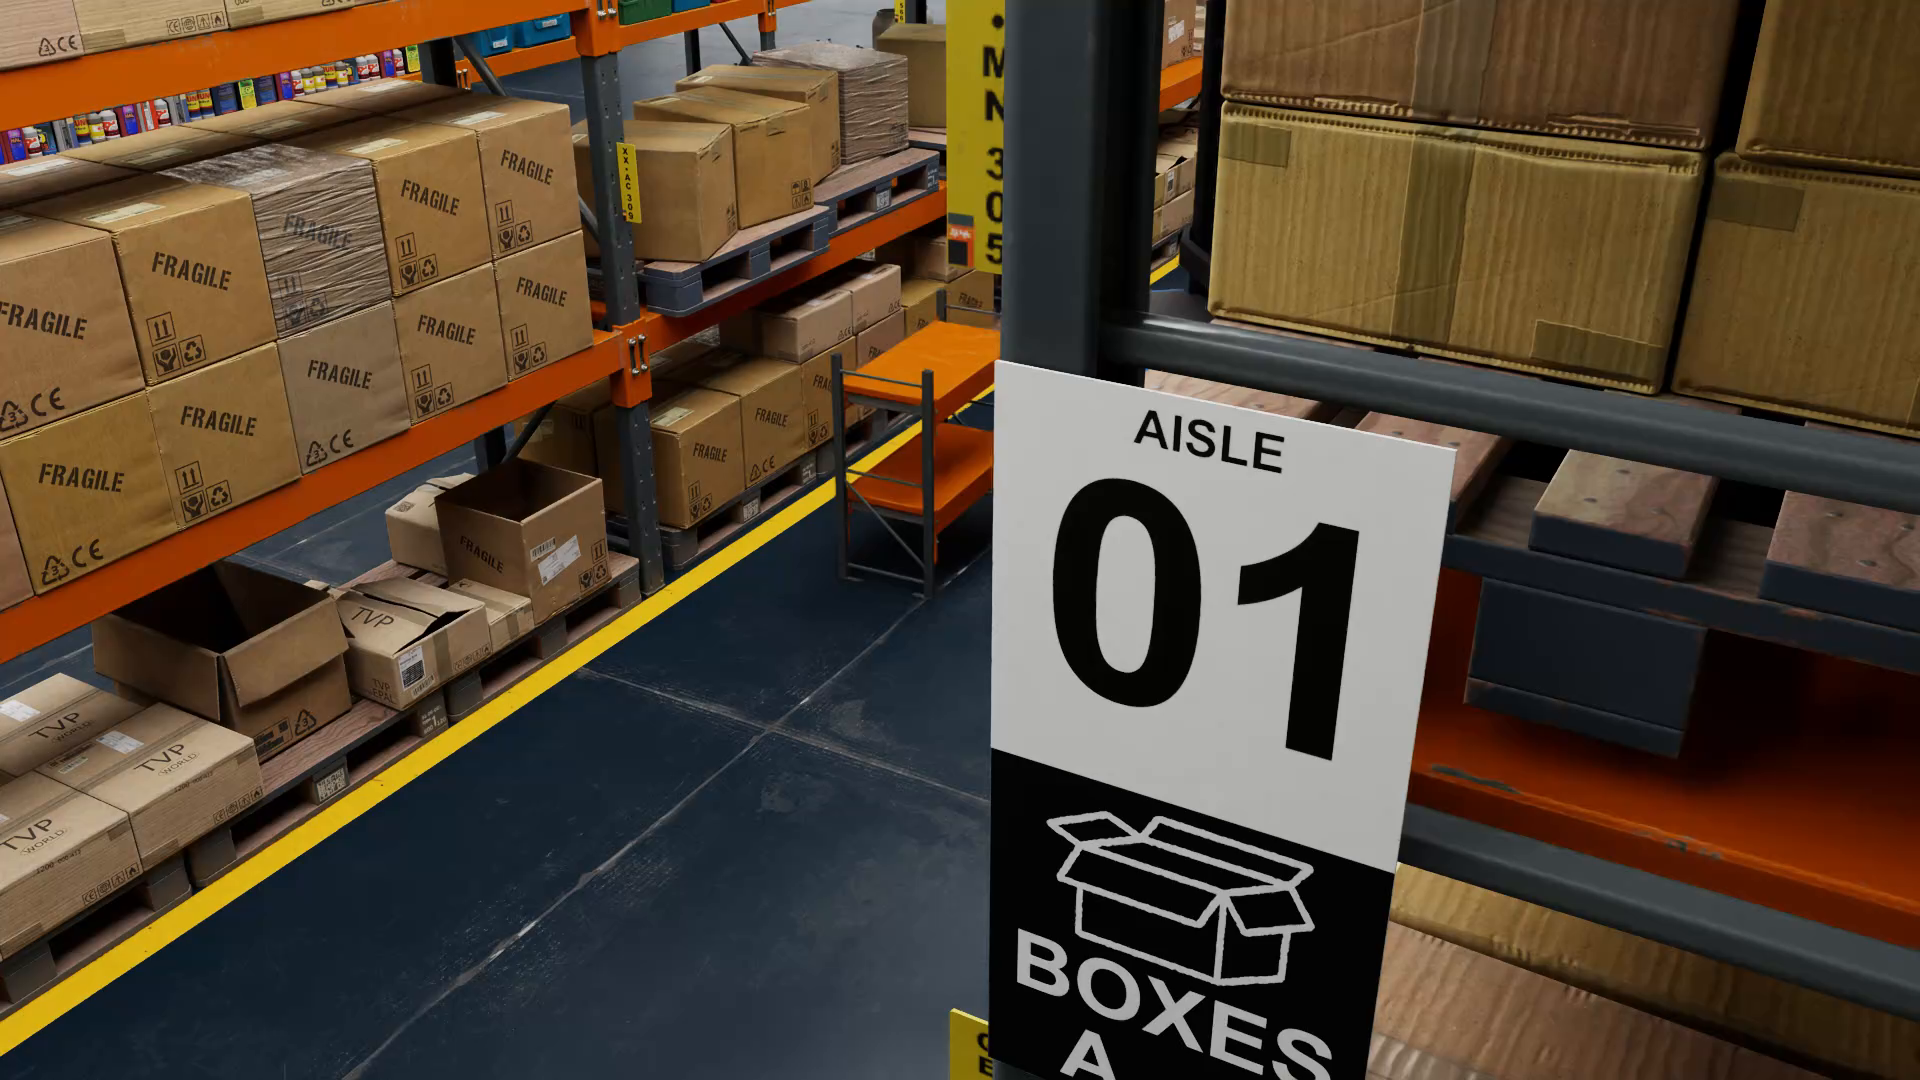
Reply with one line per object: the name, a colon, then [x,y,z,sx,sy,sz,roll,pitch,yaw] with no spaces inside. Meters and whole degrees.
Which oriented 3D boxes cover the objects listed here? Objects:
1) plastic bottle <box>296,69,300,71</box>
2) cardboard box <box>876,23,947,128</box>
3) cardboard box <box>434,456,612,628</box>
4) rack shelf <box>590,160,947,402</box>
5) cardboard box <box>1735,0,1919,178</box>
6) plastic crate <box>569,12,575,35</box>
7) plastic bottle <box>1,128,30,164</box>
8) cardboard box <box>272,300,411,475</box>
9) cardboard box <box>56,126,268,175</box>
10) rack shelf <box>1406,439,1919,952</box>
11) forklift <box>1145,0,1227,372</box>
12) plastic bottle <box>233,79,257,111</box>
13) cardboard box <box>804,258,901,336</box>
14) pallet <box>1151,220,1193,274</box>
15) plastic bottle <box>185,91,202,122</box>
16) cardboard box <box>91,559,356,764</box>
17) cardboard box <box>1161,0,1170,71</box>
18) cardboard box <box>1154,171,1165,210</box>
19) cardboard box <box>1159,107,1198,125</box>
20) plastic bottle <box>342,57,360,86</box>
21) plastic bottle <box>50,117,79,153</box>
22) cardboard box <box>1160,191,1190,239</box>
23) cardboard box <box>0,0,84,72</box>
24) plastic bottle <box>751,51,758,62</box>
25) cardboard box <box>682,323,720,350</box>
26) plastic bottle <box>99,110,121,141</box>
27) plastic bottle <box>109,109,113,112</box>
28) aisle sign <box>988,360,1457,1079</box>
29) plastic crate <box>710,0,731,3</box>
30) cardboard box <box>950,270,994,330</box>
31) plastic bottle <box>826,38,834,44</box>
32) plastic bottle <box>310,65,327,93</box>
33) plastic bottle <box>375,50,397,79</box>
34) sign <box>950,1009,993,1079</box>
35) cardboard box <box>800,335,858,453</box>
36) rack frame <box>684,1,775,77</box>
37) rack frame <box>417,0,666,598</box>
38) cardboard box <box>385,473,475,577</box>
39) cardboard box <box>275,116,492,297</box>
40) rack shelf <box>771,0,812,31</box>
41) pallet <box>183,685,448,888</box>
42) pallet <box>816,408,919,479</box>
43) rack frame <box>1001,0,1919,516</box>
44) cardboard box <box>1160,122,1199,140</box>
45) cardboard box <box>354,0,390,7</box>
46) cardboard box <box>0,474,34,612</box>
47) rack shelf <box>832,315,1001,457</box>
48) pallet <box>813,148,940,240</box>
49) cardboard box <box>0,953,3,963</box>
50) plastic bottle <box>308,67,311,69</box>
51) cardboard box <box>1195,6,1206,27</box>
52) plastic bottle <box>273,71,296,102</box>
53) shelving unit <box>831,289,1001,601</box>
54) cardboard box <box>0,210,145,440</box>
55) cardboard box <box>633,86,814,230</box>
plastic bottle: [-4.795,-3.470,12.054,0.097,0.201,0.097,0,27,0]
cardboard box: [-0.092,-2.727,9.767,0.700,0.500,0.500,5,27,9]
cardboard box: [-1.882,-0.001,7.201,0.500,0.500,0.500,14,30,26]
rack shelf: [-0.864,-1.664,9.027,1.077,0.370,4.000,14,30,26]
cardboard box: [1.068,-0.631,1.558,0.500,0.500,0.500,13,29,24]
plastic crate: [-3.130,-4.448,13.714,0.402,0.464,0.583,14,30,26]
plastic bottle: [-5.542,-2.347,9.718,0.061,0.283,0.133,14,30,26]
cardboard box: [-2.374,-0.598,5.981,0.500,0.500,0.500,15,30,27]
cardboard box: [-2.832,-1.175,6.017,0.500,0.500,0.500,13,30,25]
rack shelf: [1.482,-0.357,3.065,1.077,0.370,4.000,14,30,26]
forklift: [1.920,-1.483,7.938,3.031,2.935,1.130,-6,27,-11]
plastic bottle: [-4.738,-2.984,10.991,0.061,0.283,0.133,14,30,26]
cardboard box: [-0.660,-1.341,9.041,0.500,0.250,0.500,14,30,25]
pallet: [1.159,-2.304,12.617,1.003,0.211,1.213,14,30,26]
plastic bottle: [-4.949,-2.828,10.692,0.097,0.271,0.097,0,27,0]
cardboard box: [-2.768,0.447,6.304,0.797,0.503,0.637,14,30,26]
cardboard box: [1.190,-3.672,12.124,0.500,0.500,0.500,14,30,26]
cardboard box: [1.137,-2.518,11.906,0.500,0.311,0.500,13,30,25]
cardboard box: [1.667,-3.427,13.721,0.500,0.311,0.500,14,30,26]
plastic bottle: [-4.301,-3.341,11.718,0.097,0.271,0.097,0,27,0]
plastic bottle: [-5.420,-2.482,9.996,0.152,0.276,0.135,14,30,26]
cardboard box: [1.382,-2.463,12.421,0.500,0.250,0.500,15,30,27]
cardboard box: [-2.840,-1.453,4.618,0.500,0.250,0.500,14,30,26]
plastic bottle: [-2.063,-4.818,16.991,0.144,0.351,0.185,13,29,24]
cardboard box: [-1.358,-0.927,9.051,0.500,0.500,0.500,15,30,27]
plastic bottle: [-5.243,-2.564,10.242,0.097,0.201,0.097,0,27,0]
plastic bottle: [-5.277,-2.734,10.499,0.152,0.276,0.135,14,30,26]
aisle sign: [0.202,0.242,1.512,0.394,0.787,0.004,14,30,26]
plastic crate: [-2.195,-5.189,15.193,0.402,0.464,0.583,14,30,26]
cardboard box: [-0.136,-1.428,10.052,0.500,0.500,0.500,15,30,28]
plastic bottle: [-1.419,-5.314,18.071,0.097,0.271,0.097,0,27,0]
plastic bottle: [-4.445,-3.196,11.506,0.097,0.201,0.097,0,27,0]
plastic bottle: [-4.132,-3.464,11.949,0.061,0.283,0.133,14,30,26]
sign: [0.033,0.693,1.956,0.100,0.325,0.005,14,30,26]
cardboard box: [-0.893,-0.823,8.845,0.500,0.500,0.500,15,30,27]
rack frame: [-2.224,-5.416,15.719,1.000,3.000,0.127,14,30,26]
rack frame: [-1.848,-1.206,7.309,1.000,3.000,0.127,14,30,26]
cardboard box: [-2.243,-0.085,7.580,0.500,0.311,0.500,14,30,26]
cardboard box: [-2.121,-1.244,6.155,0.500,0.500,0.500,14,30,25]
rack shelf: [-1.240,-5.874,17.437,1.077,0.370,4.000,14,30,26]
pallet: [-2.786,0.786,6.445,1.003,0.211,1.213,14,30,26]
pallet: [-0.882,-0.762,9.536,1.003,0.211,1.213,14,30,26]
rack frame: [0.499,-1.241,0.675,1.000,3.000,0.127,14,30,26]
cardboard box: [1.887,-3.108,13.084,0.500,0.311,0.500,15,30,28]
cardboard box: [-2.111,-2.040,5.791,0.500,0.250,0.500,14,30,26]
cardboard box: [-3.119,-0.009,4.806,0.500,0.500,0.500,14,30,26]
rack shelf: [-0.116,-0.741,7.820,0.538,0.278,1.000,13,29,24]
pallet: [-0.833,-1.920,8.950,1.003,0.211,1.213,14,30,26]
cardboard box: [-3.188,1.238,5.100,0.380,0.166,0.250,14,30,26]
plastic bottle: [-4.814,-3.594,12.300,0.097,0.201,0.097,0,27,0]
cardboard box: [1.883,-4.055,13.168,0.500,0.250,0.500,16,31,29]
plastic bottle: [-4.581,-3.108,11.238,0.061,0.283,0.133,14,30,26]
shelving unit: [-0.116,-0.480,7.951,0.538,1.125,1.048,13,29,24]
cardboard box: [-2.867,-0.653,4.975,0.500,0.500,0.500,15,30,27]
cardboard box: [-1.138,-1.856,8.026,0.700,0.500,0.500,20,33,34]
